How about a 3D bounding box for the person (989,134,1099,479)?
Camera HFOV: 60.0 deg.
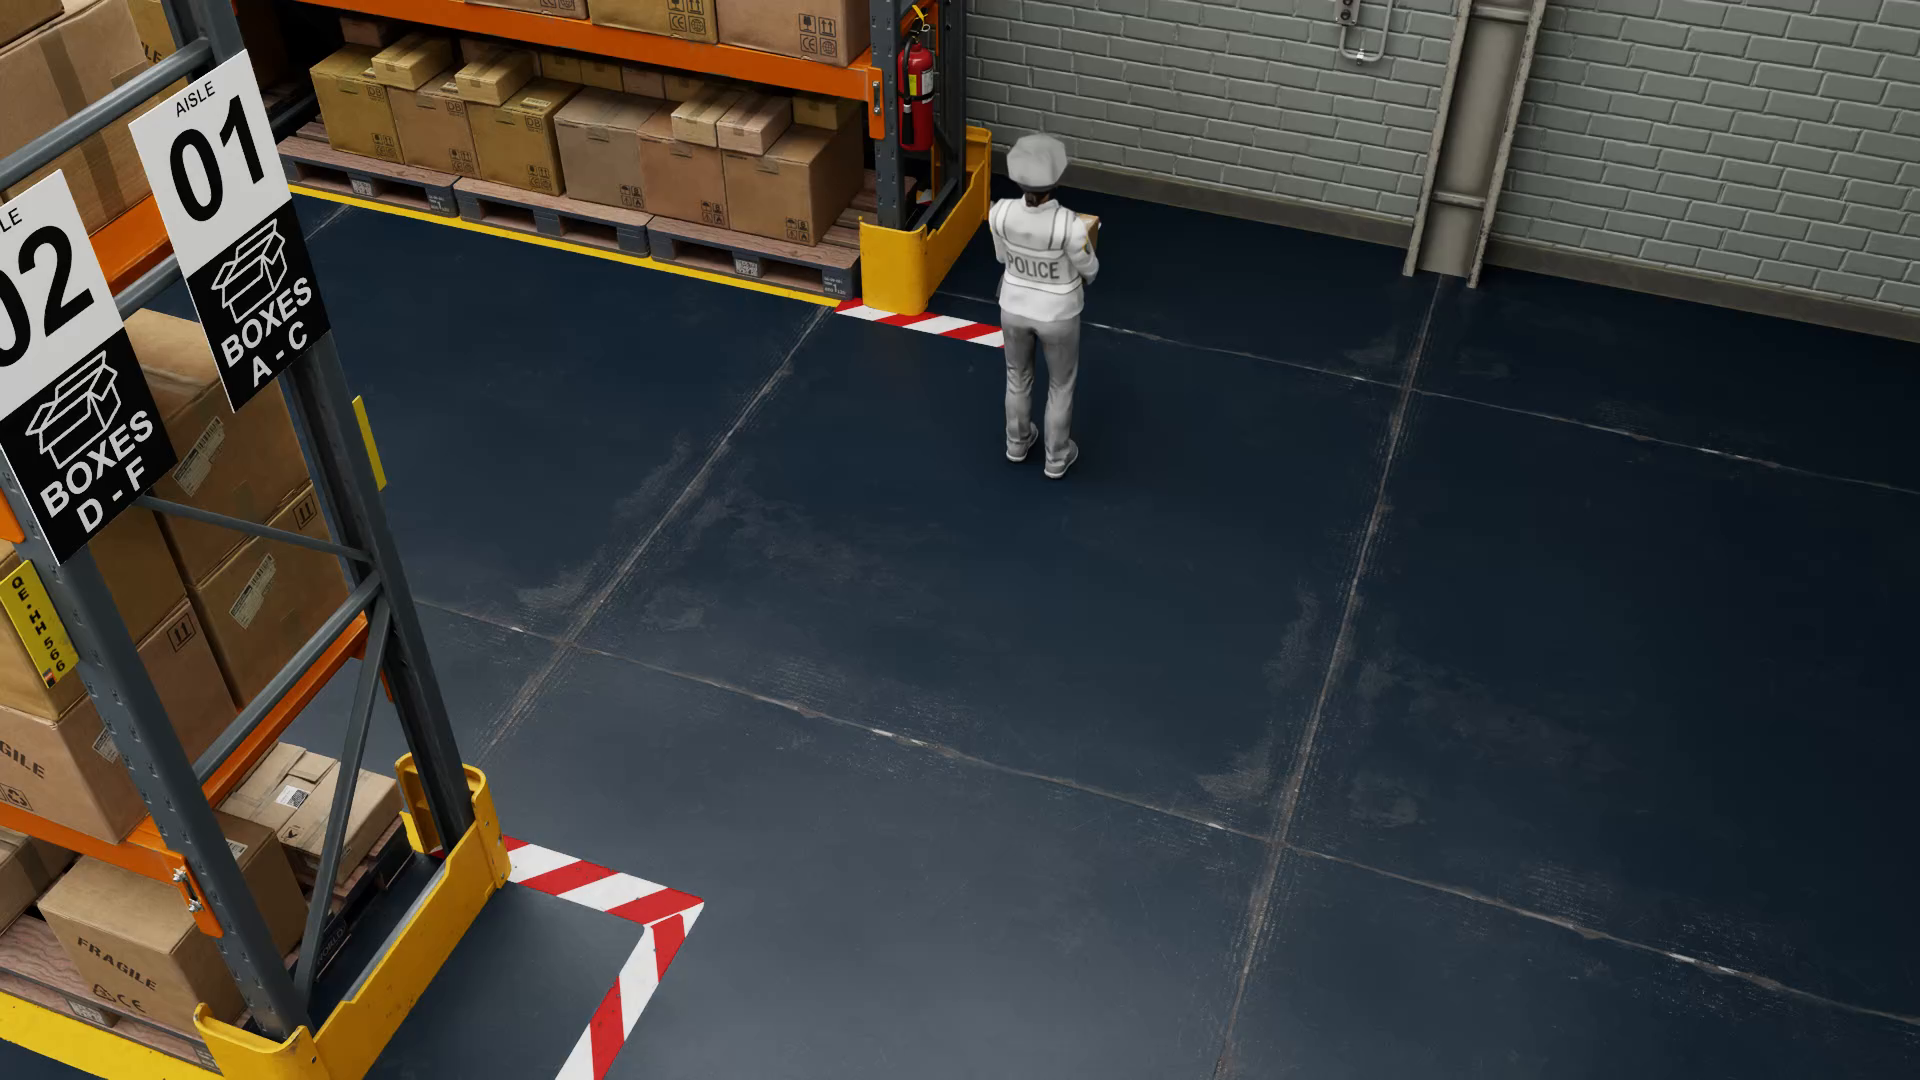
[{"bbox_3d":[0.380,-1.044,7.313,0.459,1.687,0.553,14,44,16],"label":"person"}]
